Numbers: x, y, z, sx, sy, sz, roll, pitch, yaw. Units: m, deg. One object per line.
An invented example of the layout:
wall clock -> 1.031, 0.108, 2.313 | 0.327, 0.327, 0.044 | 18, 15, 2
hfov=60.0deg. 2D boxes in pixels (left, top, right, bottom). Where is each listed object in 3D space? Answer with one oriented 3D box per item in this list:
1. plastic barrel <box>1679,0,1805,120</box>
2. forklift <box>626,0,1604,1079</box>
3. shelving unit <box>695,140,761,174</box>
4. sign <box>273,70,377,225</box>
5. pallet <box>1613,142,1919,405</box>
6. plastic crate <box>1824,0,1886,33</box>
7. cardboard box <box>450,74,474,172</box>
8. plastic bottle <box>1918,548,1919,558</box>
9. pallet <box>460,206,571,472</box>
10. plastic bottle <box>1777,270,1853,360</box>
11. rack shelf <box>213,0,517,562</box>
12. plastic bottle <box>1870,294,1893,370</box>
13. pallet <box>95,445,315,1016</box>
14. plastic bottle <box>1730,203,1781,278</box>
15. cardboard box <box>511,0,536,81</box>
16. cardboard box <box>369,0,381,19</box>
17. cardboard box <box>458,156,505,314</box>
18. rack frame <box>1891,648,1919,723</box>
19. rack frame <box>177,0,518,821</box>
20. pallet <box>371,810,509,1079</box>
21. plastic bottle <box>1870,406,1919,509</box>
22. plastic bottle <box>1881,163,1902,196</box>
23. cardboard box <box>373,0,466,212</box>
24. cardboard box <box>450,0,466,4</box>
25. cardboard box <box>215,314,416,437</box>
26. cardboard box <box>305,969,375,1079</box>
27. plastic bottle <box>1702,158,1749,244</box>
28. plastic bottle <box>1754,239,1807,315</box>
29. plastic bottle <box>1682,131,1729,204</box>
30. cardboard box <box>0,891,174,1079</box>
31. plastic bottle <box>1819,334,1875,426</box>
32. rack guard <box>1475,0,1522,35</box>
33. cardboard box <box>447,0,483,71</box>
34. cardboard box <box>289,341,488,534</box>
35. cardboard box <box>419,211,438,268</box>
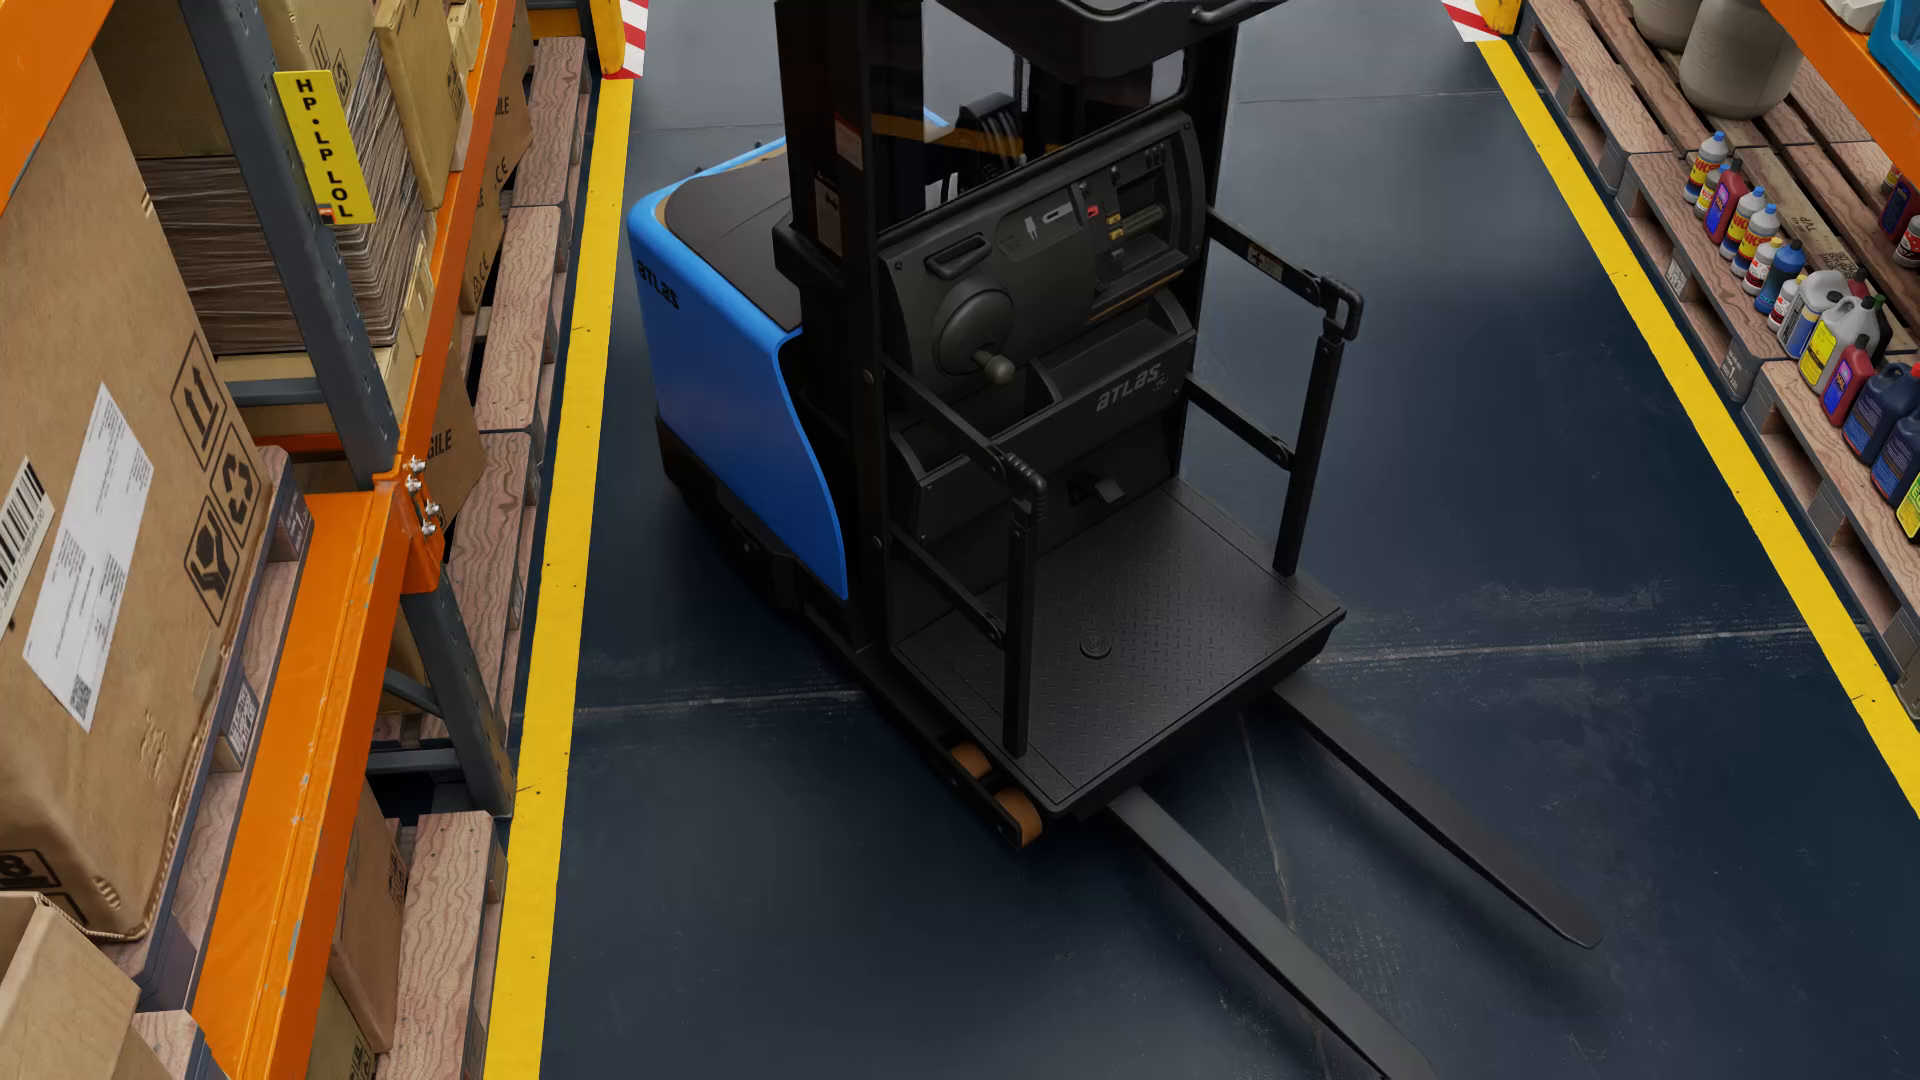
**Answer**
plastic barrel -> 3.053, -1.934, 6.440 | 0.421, 0.512, 0.421 | 0, 47, 0
forklift -> 0.357, -0.599, 3.798 | 1.130, 2.935, 3.031 | -30, 54, -26
shelving unit -> -0.653, -0.825, 5.412 | 0.258, 0.900, 0.210 | -30, 54, -26
sign -> -1.168, -0.719, 3.067 | 0.100, 0.325, 0.005 | -3, 47, -3
pallet -> 3.095, -1.000, 6.051 | 1.003, 0.211, 1.213 | -3, 47, -3
plastic crate -> 2.827, -1.654, 4.932 | 0.530, 0.136, 0.437 | -3, 47, -3
cardboard box -> -1.506, -1.096, 4.395 | 0.380, 0.149, 0.250 | -3, 47, -3
plastic bottle -> 2.874, -0.018, 4.825 | 0.097, 0.201, 0.097 | 0, 47, 0
pallet -> -1.917, -0.694, 5.762 | 1.003, 0.211, 1.213 | -3, 47, -3
plastic bottle -> 2.821, -0.739, 5.457 | 0.152, 0.276, 0.135 | -3, 47, -3
rack shelf -> -1.888, -1.484, 5.085 | 1.077, 0.370, 4.000 | -3, 47, -3
plastic bottle -> 2.931, -0.648, 5.366 | 0.061, 0.283, 0.133 | -3, 47, -3
pallet -> -1.802, 0.343, 2.991 | 1.003, 0.211, 1.213 | -3, 47, -3
plastic bottle -> 2.758, -1.041, 5.746 | 0.097, 0.271, 0.097 | 0, 47, 0
cardboard box -> -2.020, -2.010, 6.520 | 0.500, 0.500, 0.500 | 4, 47, 4
cardboard box -> -1.548, -1.467, 3.611 | 0.500, 0.500, 0.500 | -3, 47, -3
cardboard box -> -1.902, -1.126, 5.683 | 0.500, 0.500, 0.500 | 0, 47, 0
rack frame -> 3.215, -0.585, 3.738 | 1.000, 3.000, 0.127 | -3, 47, -3
rack frame -> -1.721, -0.284, 3.453 | 1.000, 3.000, 0.127 | -3, 47, -3
pallet -> -1.654, 1.238, 3.932 | 1.003, 0.211, 1.213 | -3, 47, -3
plastic bottle -> 2.874, -0.274, 4.965 | 0.144, 0.351, 0.185 | -5, 47, -4
plastic bottle -> 3.471, -1.366, 6.102 | 0.097, 0.201, 0.097 | 0, 47, 0
cardboard box -> -1.704, -1.114, 3.966 | 0.875, 0.500, 0.500 | -3, 47, -3
cardboard box -> -1.846, -1.834, 4.647 | 0.875, 0.500, 0.500 | -3, 47, -3
cardboard box -> -1.439, -0.372, 3.709 | 0.380, 0.149, 0.250 | -3, 47, -3
cardboard box -> -1.670, 1.216, 3.451 | 0.700, 0.500, 0.500 | -4, 47, -4
plastic bottle -> 2.722, -1.201, 5.889 | 0.061, 0.283, 0.133 | -3, 47, -3
plastic bottle -> 2.775, -0.895, 5.608 | 0.097, 0.271, 0.097 | 0, 47, 0
plastic bottle -> 2.721, -1.362, 6.050 | 0.097, 0.271, 0.097 | 0, 47, 0
cardboard box -> -1.484, 0.784, 2.081 | 0.797, 0.503, 0.637 | 1, 47, 1
plastic bottle -> 2.803, -0.505, 5.230 | 0.061, 0.283, 0.133 | -1, 47, -1
rack guard -> 2.933, -2.568, 7.337 | 1.175, 0.500, 0.348 | -3, 47, -3
cardboard box -> -1.578, -1.456, 4.736 | 0.380, 0.149, 0.250 | -3, 47, -3
cardboard box -> -1.770, -0.275, 4.877 | 0.500, 0.500, 0.500 | 10, 47, 9
cardboard box -> -1.495, -0.733, 4.051 | 0.380, 0.149, 0.250 | -3, 47, -3
